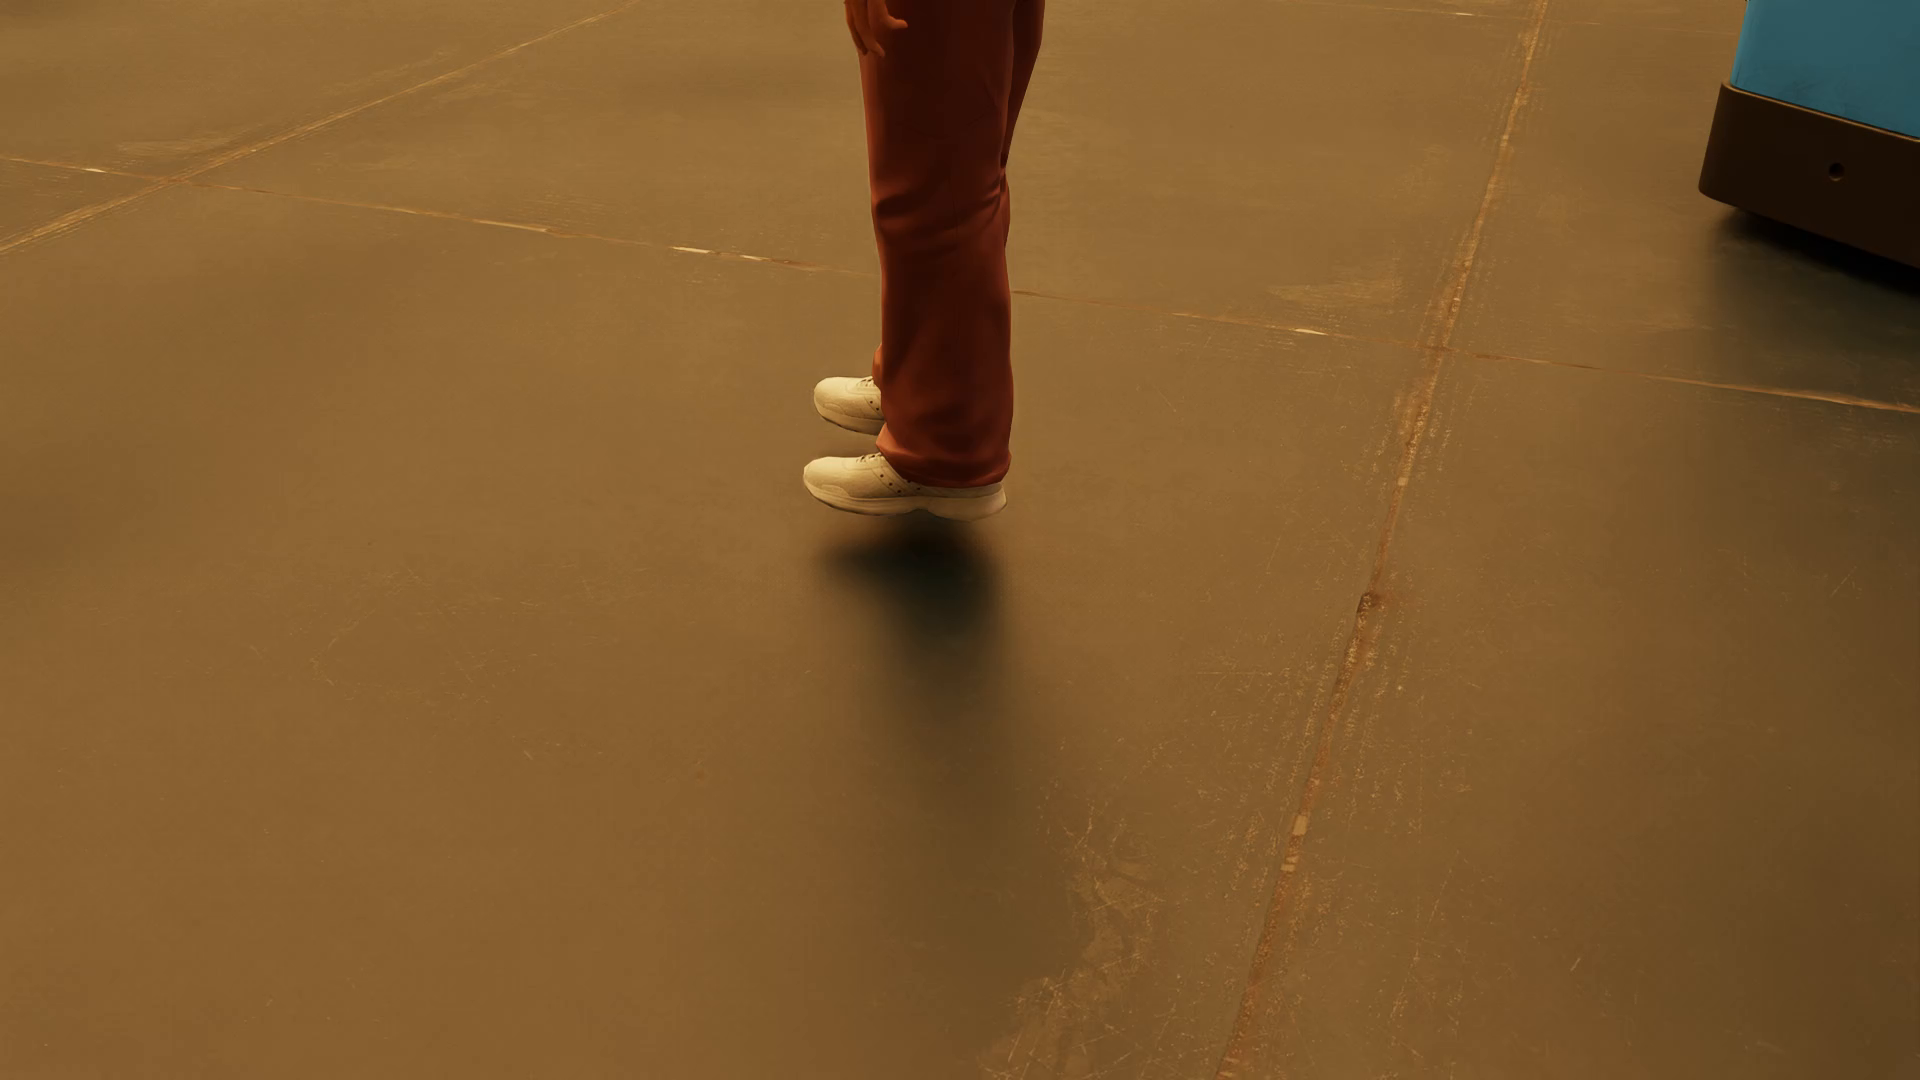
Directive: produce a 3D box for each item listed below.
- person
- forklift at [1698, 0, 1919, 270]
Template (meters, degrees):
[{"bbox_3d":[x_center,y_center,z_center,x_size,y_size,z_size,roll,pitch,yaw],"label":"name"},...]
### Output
[{"bbox_3d":[-0.066,-0.788,2.095,0.547,1.673,0.554,10,31,18],"label":"person"},{"bbox_3d":[3.208,-2.128,3.283,3.031,2.935,1.130,-14,33,-24],"label":"forklift"}]
